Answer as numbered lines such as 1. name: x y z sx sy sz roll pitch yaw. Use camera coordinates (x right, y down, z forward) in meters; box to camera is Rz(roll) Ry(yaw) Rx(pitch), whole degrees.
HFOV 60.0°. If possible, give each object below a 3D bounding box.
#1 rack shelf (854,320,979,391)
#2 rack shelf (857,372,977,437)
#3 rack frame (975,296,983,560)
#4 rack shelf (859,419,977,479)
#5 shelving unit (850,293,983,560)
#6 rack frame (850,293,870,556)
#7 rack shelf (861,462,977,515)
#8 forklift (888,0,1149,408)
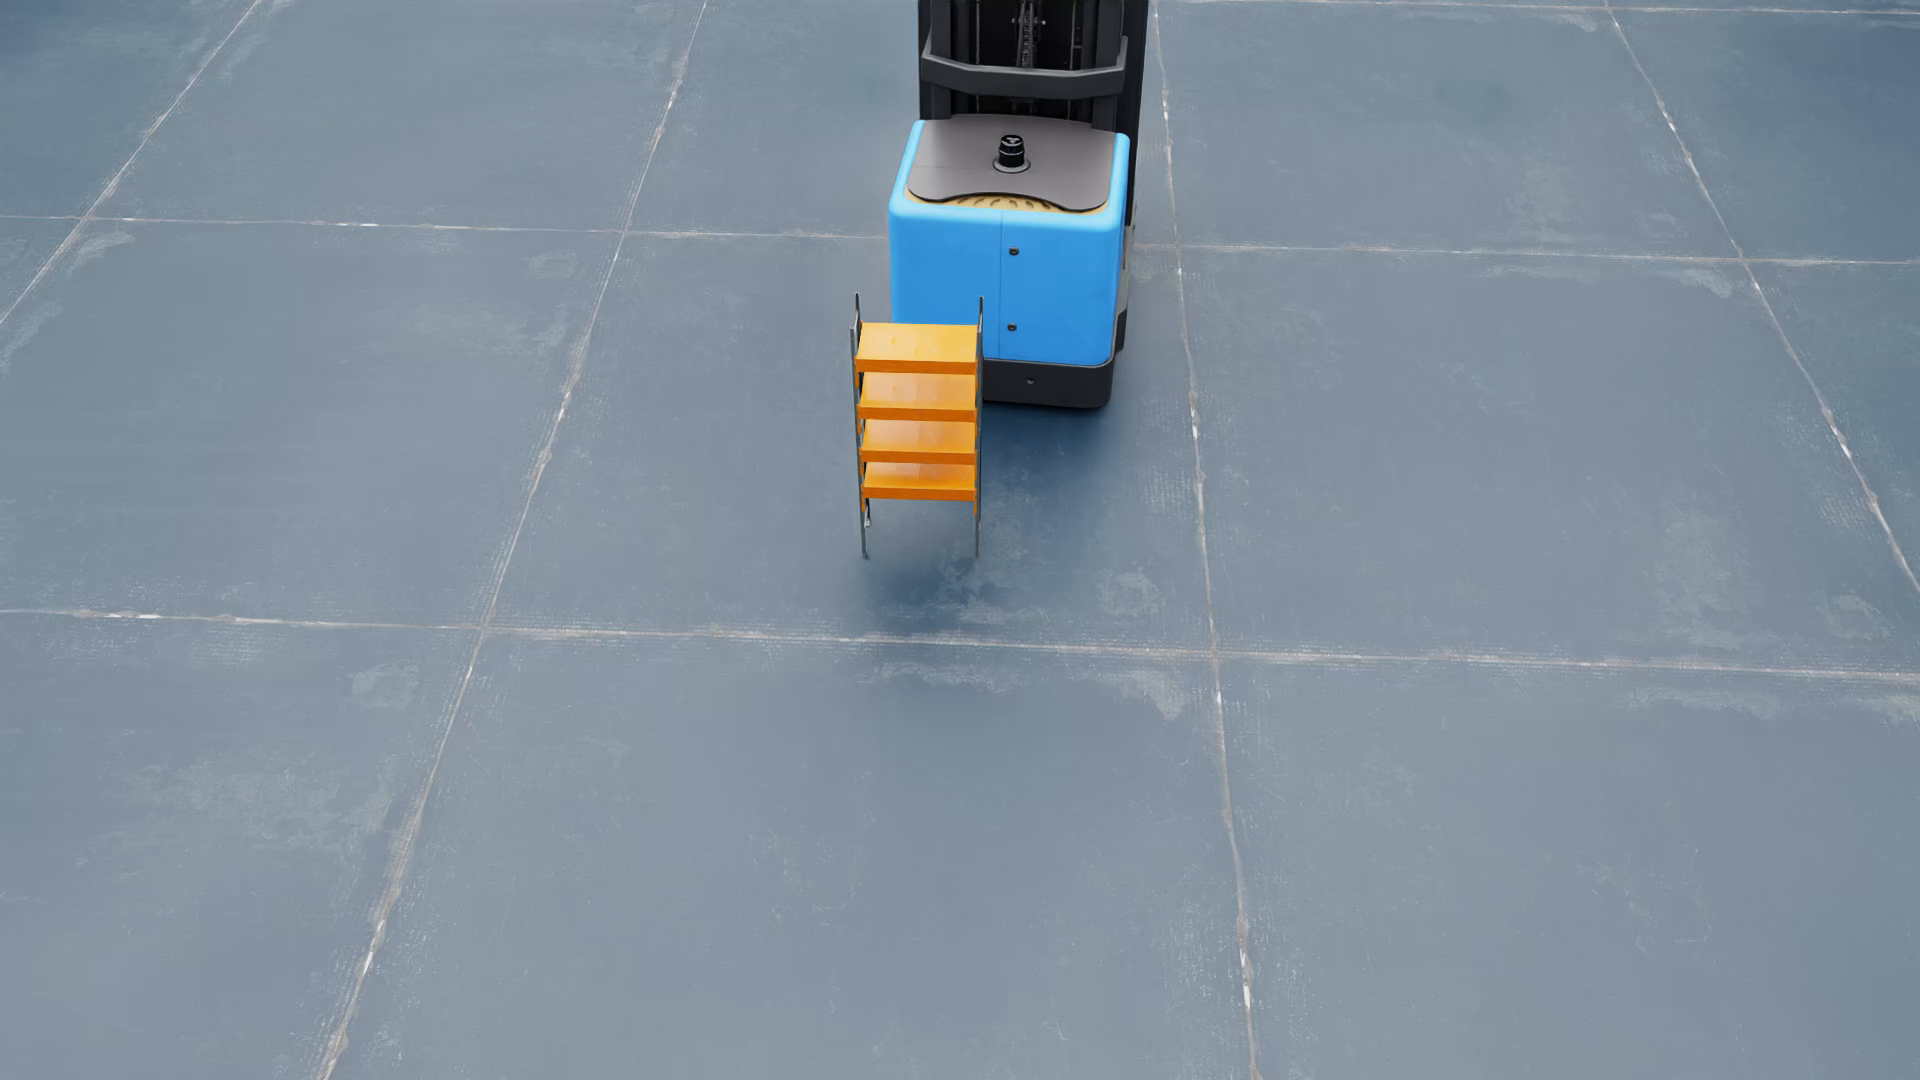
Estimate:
1. rack shelf: -0.165 -0.732 6.579 0.480 0.148 0.258 2 43 2
2. rack shelf: -0.165 -0.559 6.740 0.480 0.148 0.258 2 43 2
3. rack frame: 0.078 -0.437 6.838 0.015 1.200 0.240 2 43 2
4. rack shelf: -0.165 -0.395 6.892 0.480 0.148 0.258 2 43 2
5. shelving unit: -0.165 -0.444 6.846 0.503 1.200 0.258 2 43 2
6. rack frame: -0.409 -0.452 6.855 0.015 1.200 0.240 2 43 2
7. rack shelf: -0.165 -0.250 7.028 0.480 0.148 0.258 2 43 2
8. forklift: 0.376 -2.698 7.996 1.130 2.935 3.031 5 43 6
